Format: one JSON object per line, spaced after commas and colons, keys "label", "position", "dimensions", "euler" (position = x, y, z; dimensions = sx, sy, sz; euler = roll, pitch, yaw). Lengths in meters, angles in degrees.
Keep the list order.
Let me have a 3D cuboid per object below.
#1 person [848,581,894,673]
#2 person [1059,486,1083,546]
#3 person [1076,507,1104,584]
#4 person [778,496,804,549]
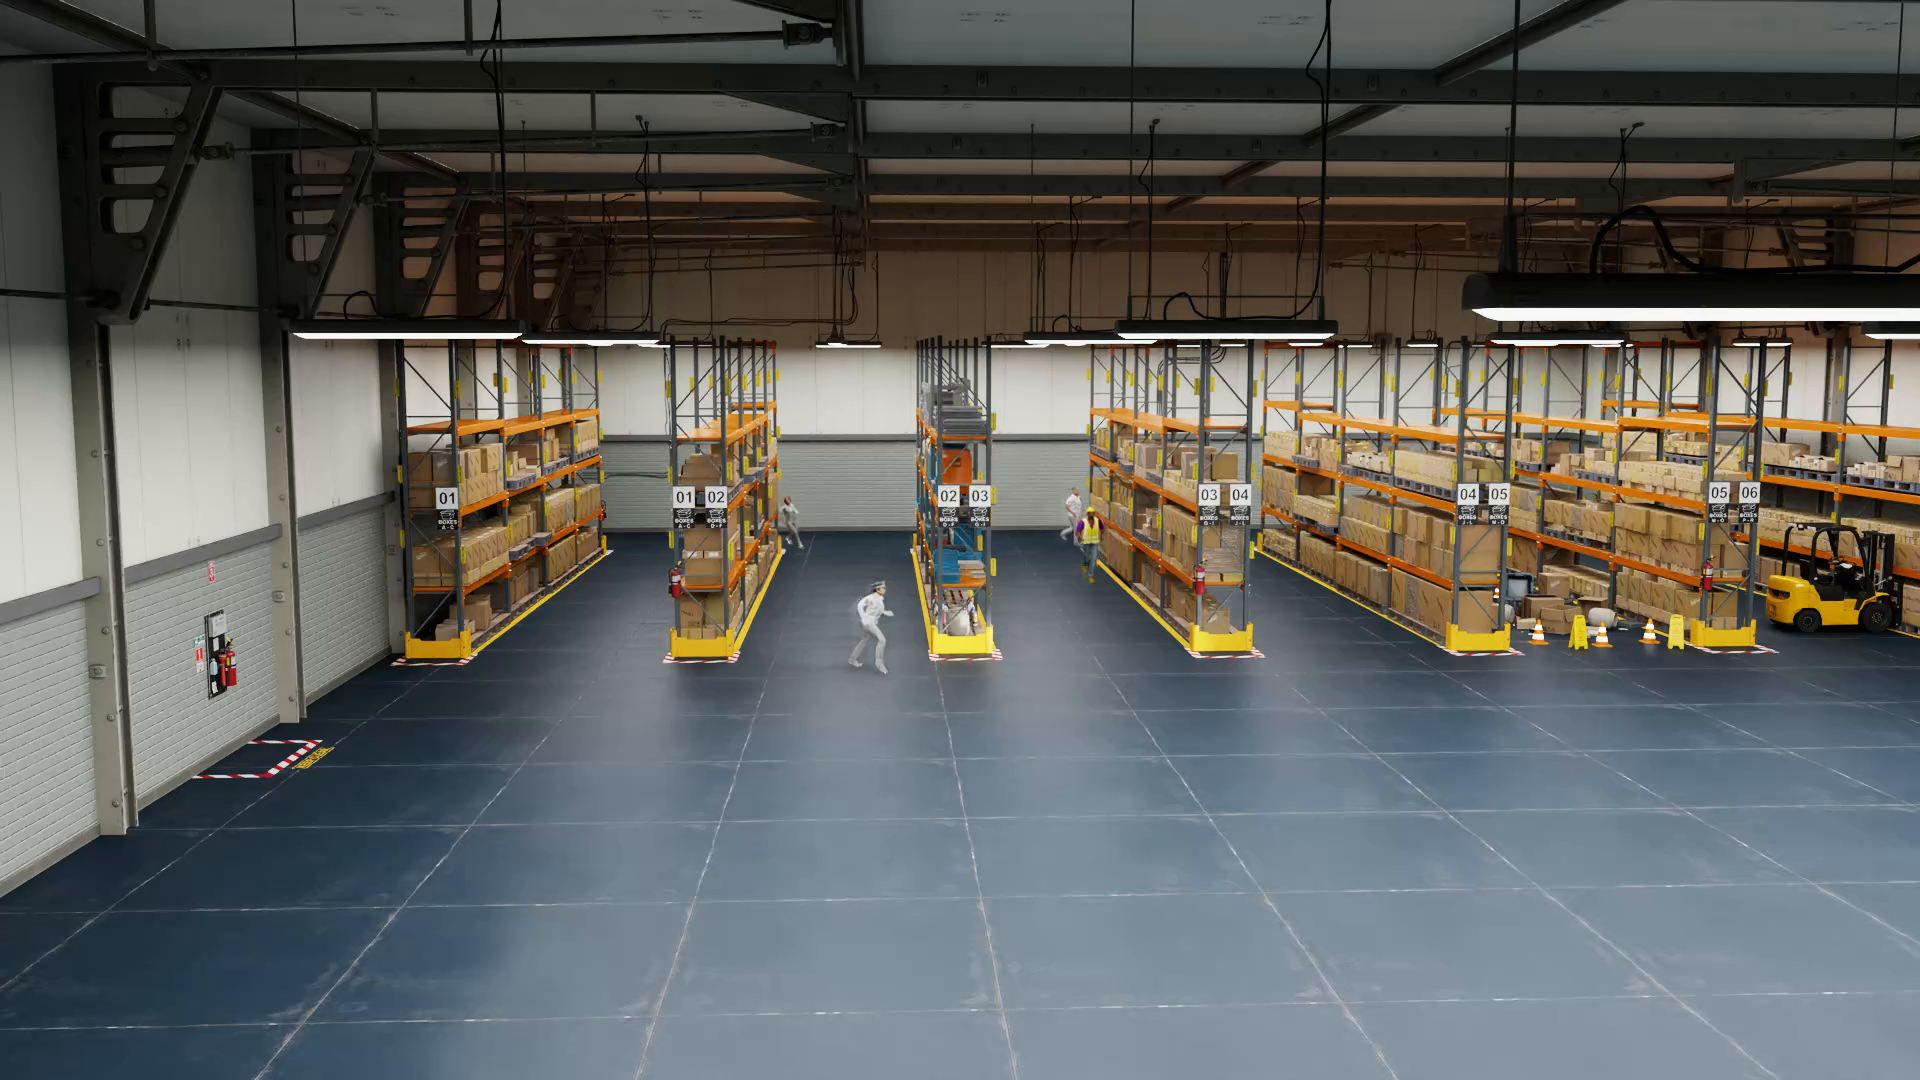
{"label": "person", "position": [-1.635, 1.545, 29.800], "dimensions": [0.870, 1.675, 0.632], "euler": [2, 7, 19]}
{"label": "person", "position": [3.289, -0.719, 49.136], "dimensions": [0.782, 1.806, 0.660], "euler": [3, 7, 25]}
{"label": "person", "position": [3.095, 0.101, 39.515], "dimensions": [0.709, 1.785, 0.824], "euler": [-1, 7, -6]}
{"label": "person", "position": [-4.962, -0.462, 48.296], "dimensions": [0.656, 1.443, 0.722], "euler": [-6, 9, -43]}
